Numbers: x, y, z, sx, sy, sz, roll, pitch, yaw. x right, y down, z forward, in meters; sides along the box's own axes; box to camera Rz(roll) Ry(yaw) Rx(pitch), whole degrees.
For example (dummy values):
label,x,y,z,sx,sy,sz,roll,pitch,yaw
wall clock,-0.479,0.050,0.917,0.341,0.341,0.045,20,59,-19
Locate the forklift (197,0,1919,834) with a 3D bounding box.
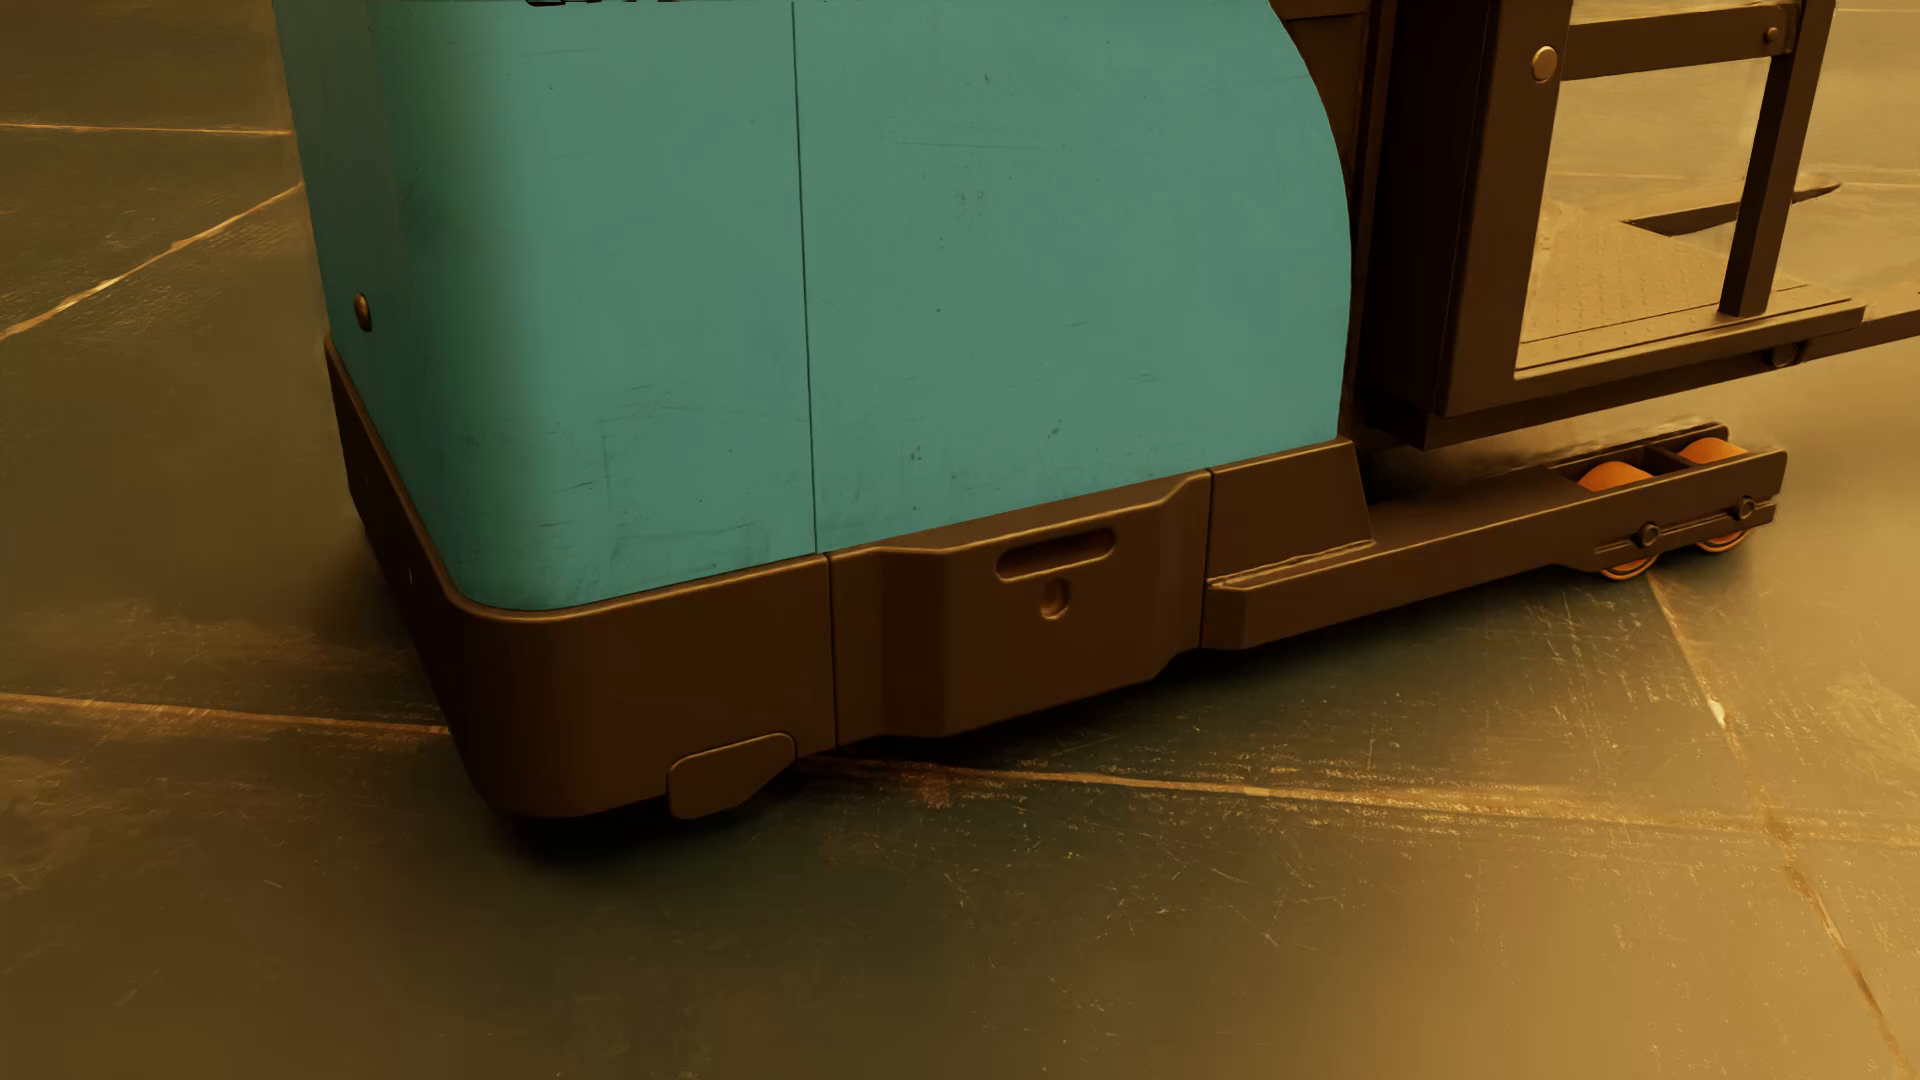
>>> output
label,x,y,z,sx,sy,sz,roll,pitch,yaw
forklift,0.551,-1.429,2.081,3.031,2.935,1.130,-12,29,-23
